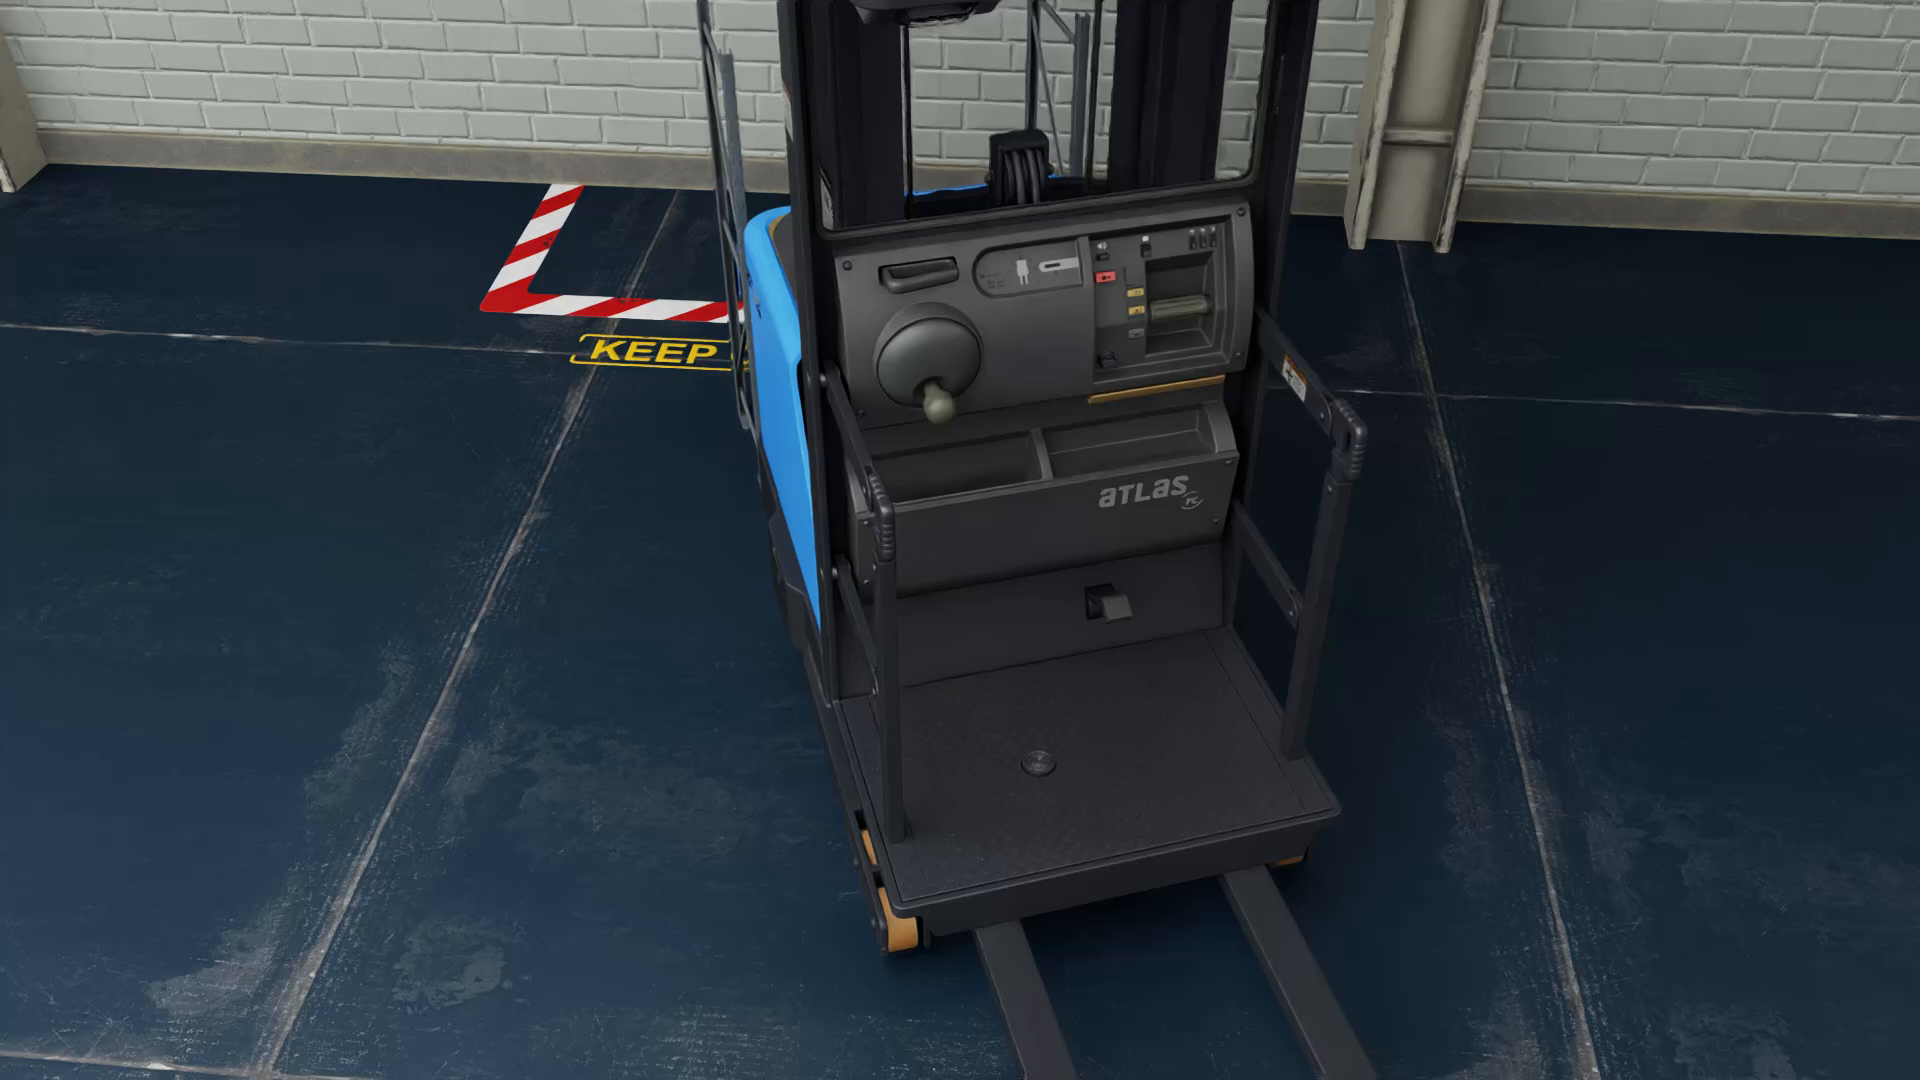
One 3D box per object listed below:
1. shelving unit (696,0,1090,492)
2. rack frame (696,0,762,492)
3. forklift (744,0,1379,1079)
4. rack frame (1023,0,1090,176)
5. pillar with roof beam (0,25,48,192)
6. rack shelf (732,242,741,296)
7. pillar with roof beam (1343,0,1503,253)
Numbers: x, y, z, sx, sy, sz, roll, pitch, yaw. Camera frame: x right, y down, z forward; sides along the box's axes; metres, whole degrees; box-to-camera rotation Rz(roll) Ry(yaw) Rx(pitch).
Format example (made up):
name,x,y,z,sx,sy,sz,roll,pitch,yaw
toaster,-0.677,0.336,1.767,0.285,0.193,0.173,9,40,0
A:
name,x,y,z,sx,sy,sz,roll,pitch,yaw
shelving unit,-0.204,-0.964,5.247,1.048,1.500,0.538,-10,40,-12
rack frame,-0.694,-0.879,5.142,0.032,1.500,0.500,-10,40,-12
forklift,0.254,-0.419,3.443,1.130,2.935,3.031,-10,40,-12
rack frame,0.287,-1.049,5.351,0.032,1.500,0.500,-10,40,-12
pillar with roof beam,-4.570,-2.367,1.030,0.400,9.000,9.100,3,39,4
rack shelf,-0.204,-0.825,5.360,1.000,0.185,0.538,-10,40,-12
pillar with roof beam,1.408,-2.040,0.628,0.400,9.000,9.100,3,39,4
